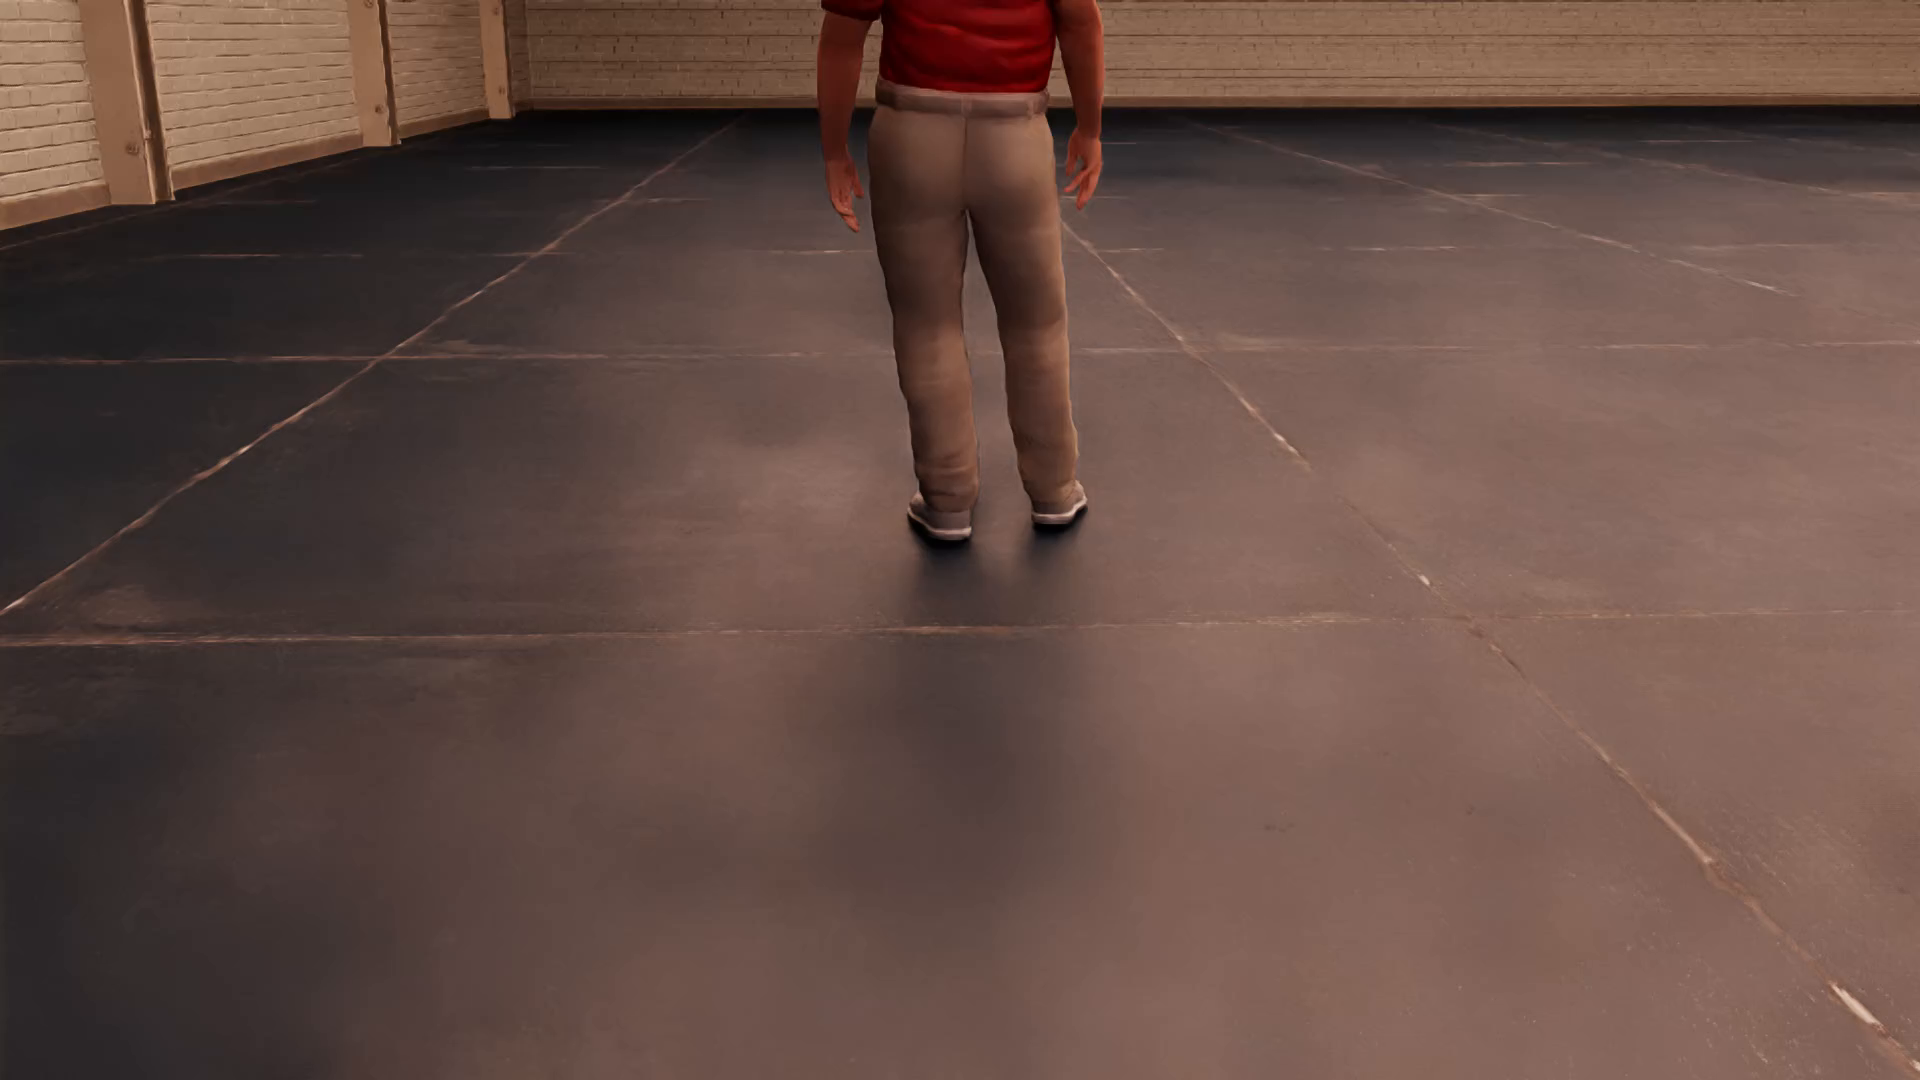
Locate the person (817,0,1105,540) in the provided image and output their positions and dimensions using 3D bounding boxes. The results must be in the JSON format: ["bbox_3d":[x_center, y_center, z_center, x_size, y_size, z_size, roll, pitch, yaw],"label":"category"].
[{"bbox_3d":[0.007,-0.860,3.749,0.640,1.727,0.550,-1,17,-3],"label":"person"}]
